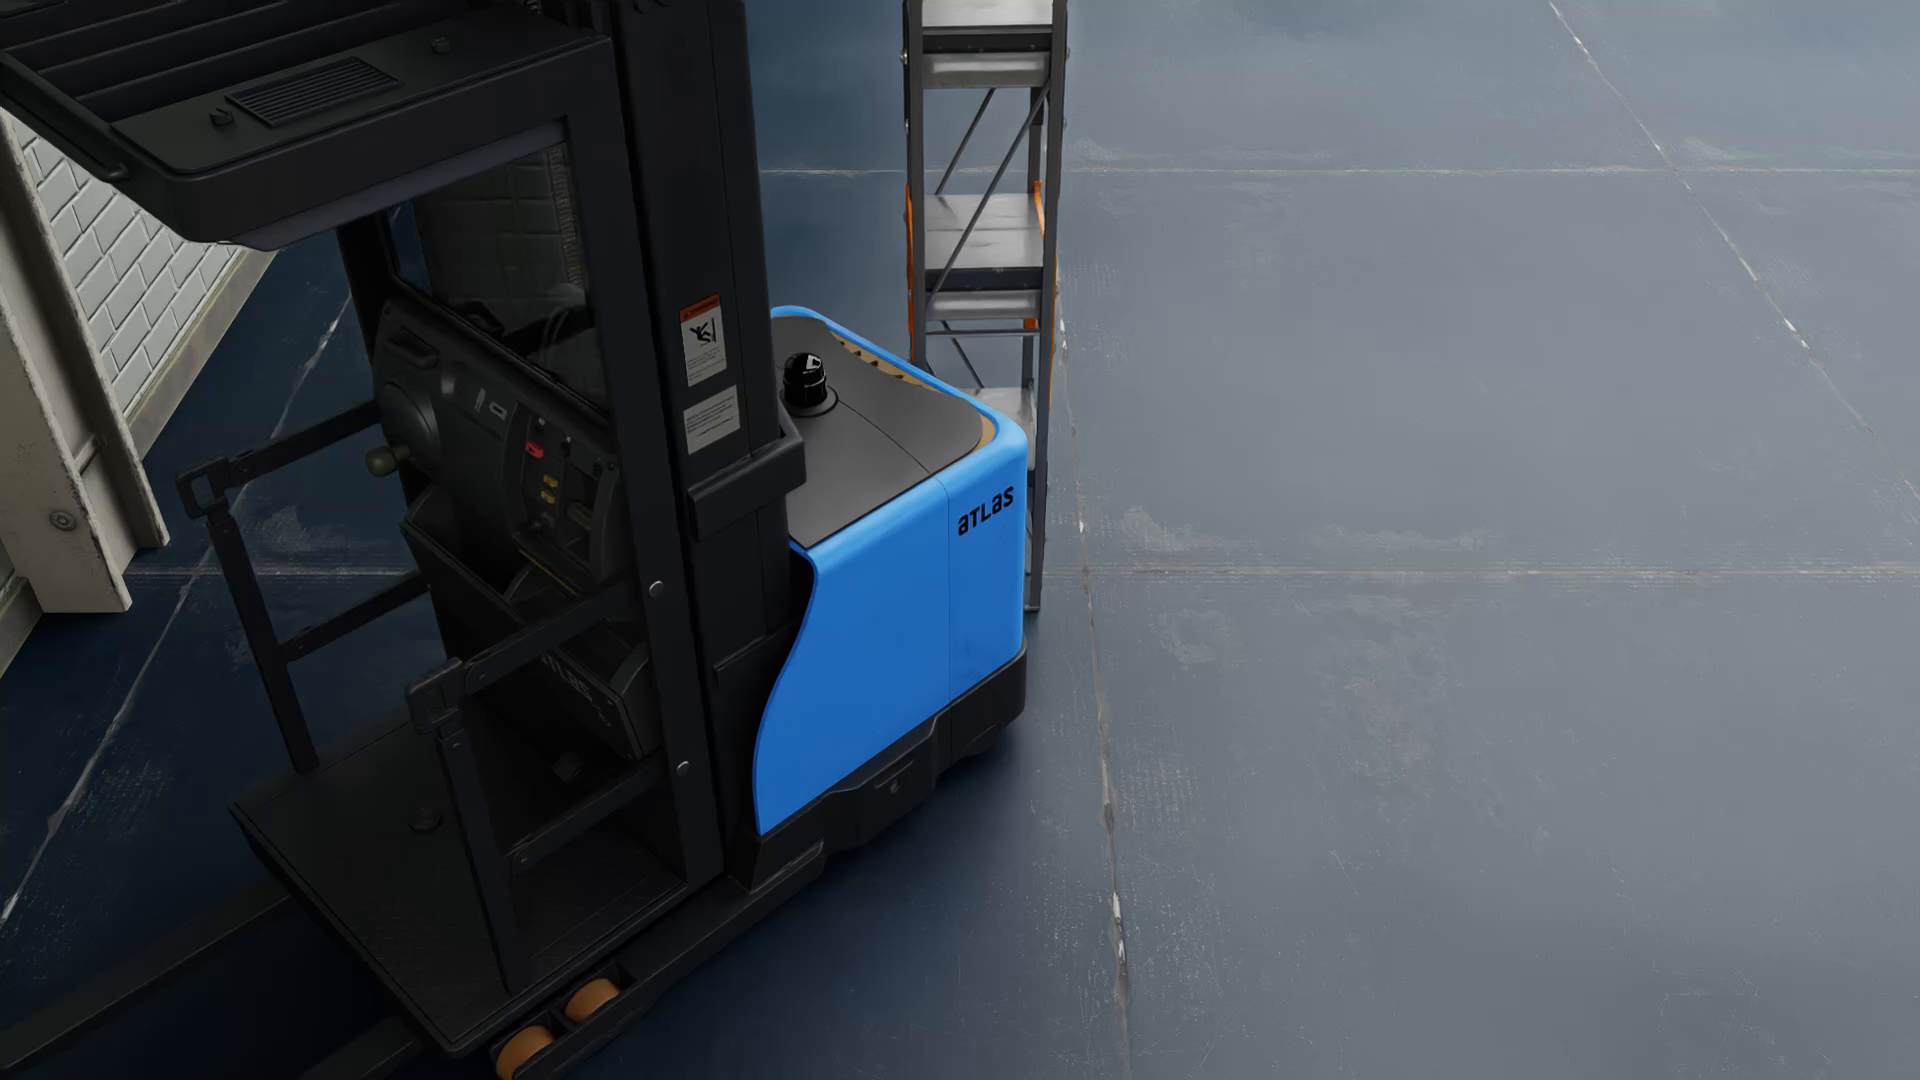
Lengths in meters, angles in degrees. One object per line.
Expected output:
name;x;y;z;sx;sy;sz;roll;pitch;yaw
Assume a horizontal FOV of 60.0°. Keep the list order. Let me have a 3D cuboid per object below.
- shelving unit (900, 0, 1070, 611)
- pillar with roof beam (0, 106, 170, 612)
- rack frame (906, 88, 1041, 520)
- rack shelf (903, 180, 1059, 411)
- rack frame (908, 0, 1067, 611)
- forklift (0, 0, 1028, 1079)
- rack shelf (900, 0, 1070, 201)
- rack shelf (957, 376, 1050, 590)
shelving unit;0.053;-0.743;4.992;0.431;2.100;0.503;-2;38;-3
pillar with roof beam;1.415;-3.402;2.800;9.100;9.000;0.400;0;39;0
rack frame;0.039;-0.893;5.184;0.400;2.100;0.015;-2;38;-3
rack shelf;0.053;-0.732;5.001;0.431;0.518;0.480;-2;38;-3
rack frame;0.067;-0.592;4.801;0.400;2.100;0.015;-2;38;-3
forklift;-1.197;-0.158;3.603;1.130;2.935;3.031;32;48;33
rack shelf;0.055;-1.282;4.568;0.431;0.518;0.480;-2;38;-3
rack shelf;0.051;-0.182;5.433;0.431;0.518;0.480;-2;38;-3
